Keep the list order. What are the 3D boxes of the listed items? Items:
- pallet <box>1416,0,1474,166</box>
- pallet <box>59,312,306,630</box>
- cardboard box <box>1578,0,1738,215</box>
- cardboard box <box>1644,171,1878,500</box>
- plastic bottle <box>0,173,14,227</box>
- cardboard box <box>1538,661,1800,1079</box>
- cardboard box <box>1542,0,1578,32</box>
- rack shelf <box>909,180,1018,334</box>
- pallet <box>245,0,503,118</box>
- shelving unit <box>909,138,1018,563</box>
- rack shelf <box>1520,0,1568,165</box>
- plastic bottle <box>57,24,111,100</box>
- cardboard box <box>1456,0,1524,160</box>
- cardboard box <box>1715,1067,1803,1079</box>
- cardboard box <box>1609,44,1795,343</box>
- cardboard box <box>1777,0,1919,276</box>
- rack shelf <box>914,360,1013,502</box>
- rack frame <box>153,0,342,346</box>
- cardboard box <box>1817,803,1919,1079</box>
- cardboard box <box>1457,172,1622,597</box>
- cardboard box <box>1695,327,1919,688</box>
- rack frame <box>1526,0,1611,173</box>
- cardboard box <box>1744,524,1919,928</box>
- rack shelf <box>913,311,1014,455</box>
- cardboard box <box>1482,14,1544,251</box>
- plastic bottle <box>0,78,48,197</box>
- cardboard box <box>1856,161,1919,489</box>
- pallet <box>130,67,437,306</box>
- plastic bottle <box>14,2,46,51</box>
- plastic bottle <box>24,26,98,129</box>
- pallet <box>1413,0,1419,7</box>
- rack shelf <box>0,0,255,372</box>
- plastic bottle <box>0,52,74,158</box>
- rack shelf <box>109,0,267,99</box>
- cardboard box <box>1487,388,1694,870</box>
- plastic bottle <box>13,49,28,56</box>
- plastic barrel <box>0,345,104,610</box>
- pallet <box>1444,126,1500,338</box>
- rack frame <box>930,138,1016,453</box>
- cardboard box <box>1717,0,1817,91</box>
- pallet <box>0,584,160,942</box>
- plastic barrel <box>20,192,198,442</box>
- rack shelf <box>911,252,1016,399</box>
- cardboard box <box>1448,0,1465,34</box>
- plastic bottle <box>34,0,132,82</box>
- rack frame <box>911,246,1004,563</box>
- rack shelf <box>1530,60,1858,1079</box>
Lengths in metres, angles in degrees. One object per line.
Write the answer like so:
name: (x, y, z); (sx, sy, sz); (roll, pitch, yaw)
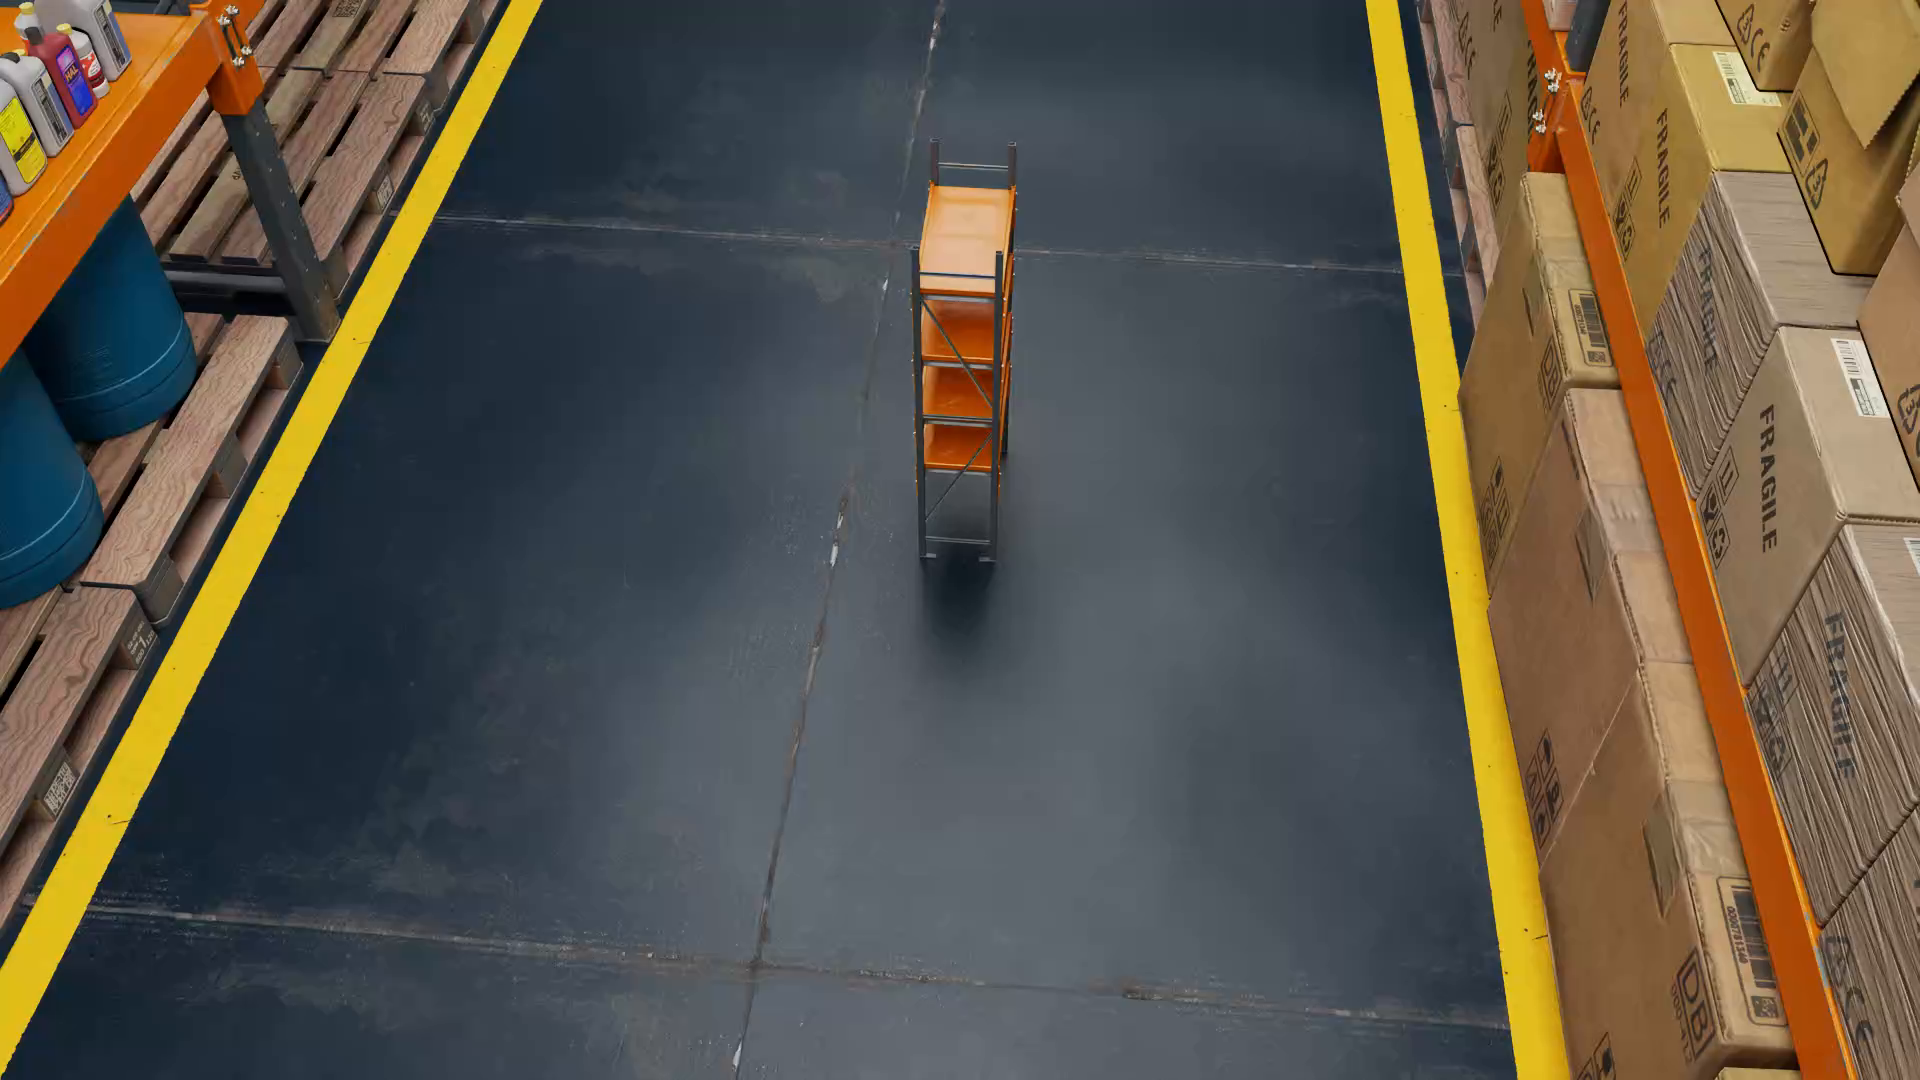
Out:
pallet: (2.470, -1.958, 6.898); (1.003, 0.211, 1.213); (4, 48, 4)
pallet: (-2.830, -0.274, 5.358); (1.003, 0.211, 1.213); (4, 48, 4)
cardboard box: (1.923, -1.159, 4.210); (0.500, 0.500, 0.500); (4, 48, 4)
cardboard box: (1.832, -0.422, 3.535); (0.500, 0.500, 0.500); (3, 48, 3)
plastic bottle: (-2.493, -0.930, 4.101); (0.144, 0.351, 0.185); (4, 48, 4)
cardboard box: (2.022, 0.908, 3.542); (1.225, 0.875, 0.875); (4, 48, 4)
cardboard box: (1.916, -1.608, 4.858); (0.380, 0.149, 0.250); (4, 48, 4)
rack shelf: (0.015, -0.792, 4.629); (0.258, 0.148, 0.480); (4, 48, 4)
pallet: (-2.581, -2.281, 7.193); (1.003, 0.211, 1.213); (4, 48, 4)
shelving unit: (0.015, -0.527, 4.918); (0.258, 1.200, 0.503); (4, 48, 4)
rack shelf: (2.396, -2.674, 6.150); (1.077, 0.370, 4.000); (4, 48, 4)
plastic bottle: (-2.416, -1.314, 4.554); (0.097, 0.201, 0.097); (0, 48, 0)
cardboard box: (2.436, -2.012, 6.213); (0.875, 0.875, 0.875); (4, 48, 4)
cardboard box: (1.933, 1.562, 2.944); (1.225, 0.875, 0.875); (2, 48, 2)
cardboard box: (1.878, -0.790, 3.872); (0.500, 0.500, 0.500); (4, 48, 4)
cardboard box: (2.090, -0.846, 3.243); (0.797, 0.503, 0.637); (4, 48, 4)
rack shelf: (0.015, -0.347, 5.115); (0.258, 0.148, 0.480); (4, 48, 4)
rack frame: (-2.718, -1.780, 4.845); (1.000, 3.000, 0.127); (4, 48, 4)
cardboard box: (1.699, 0.714, 2.497); (0.500, 0.500, 0.500); (3, 48, 3)
cardboard box: (2.176, -0.400, 4.738); (1.225, 0.875, 0.875); (4, 48, 4)
cardboard box: (1.790, -0.042, 3.188); (0.500, 0.500, 0.500); (5, 48, 4)
rack frame: (2.214, -1.447, 4.540); (1.000, 3.000, 0.127); (4, 48, 4)
cardboard box: (1.743, 0.332, 2.846); (0.500, 0.500, 0.500); (2, 48, 2)
rack shelf: (0.015, -0.481, 4.968); (0.258, 0.148, 0.480); (4, 48, 4)
cardboard box: (2.354, -1.351, 5.608); (0.875, 0.875, 0.875); (4, 48, 4)
plastic bottle: (-2.476, -1.066, 4.225); (0.144, 0.351, 0.185); (4, 48, 4)
cardboard box: (2.049, -0.388, 2.824); (0.797, 0.503, 0.637); (5, 48, 5)
pallet: (-2.690, -1.382, 6.371); (1.003, 0.211, 1.213); (4, 48, 4)
plastic bottle: (-2.558, -1.396, 4.629); (0.097, 0.201, 0.097); (0, 48, 0)
plastic bottle: (-2.408, -1.256, 4.445); (0.061, 0.283, 0.133); (4, 48, 4)
pallet: (2.584, -2.852, 7.716); (1.003, 0.211, 1.213); (4, 48, 4)
rack shelf: (-2.901, -0.067, 3.766); (1.077, 0.370, 4.000); (4, 48, 4)
plastic bottle: (-2.466, -1.158, 4.361); (0.152, 0.276, 0.135); (4, 48, 4)
rack shelf: (-2.536, -3.007, 6.455); (1.077, 0.370, 4.000); (4, 48, 4)
cardboard box: (2.095, 0.257, 4.137); (1.225, 0.875, 0.875); (2, 48, 2)
plastic bottle: (-2.488, -1.220, 4.468); (0.097, 0.201, 0.097); (0, 48, 0)
plastic barrel: (-2.849, -0.294, 4.624); (0.600, 0.901, 0.708); (4, 48, 4)
pallet: (2.361, -1.059, 6.076); (1.003, 0.211, 1.213); (4, 48, 4)
rack frame: (0.037, -0.706, 5.082); (0.240, 1.200, 0.015); (4, 48, 4)
cardboard box: (2.164, -1.349, 3.704); (0.797, 0.503, 0.637); (3, 48, 3)
pallet: (-2.939, 0.624, 4.536); (1.003, 0.211, 1.213); (4, 48, 4)
plastic barrel: (-2.785, -0.815, 5.100); (0.600, 0.901, 0.708); (4, 48, 4)
rack shelf: (0.015, -0.632, 4.803); (0.258, 0.148, 0.480); (4, 48, 4)
cardboard box: (2.517, -2.666, 6.811); (0.875, 0.875, 0.875); (4, 48, 4)
plastic bottle: (-2.432, -1.427, 4.606); (0.152, 0.276, 0.135); (4, 48, 4)
rack frame: (-0.007, -0.347, 4.755); (0.240, 1.200, 0.015); (4, 48, 4)
rack shelf: (2.032, 0.266, 3.462); (1.077, 0.370, 4.000); (4, 48, 4)
